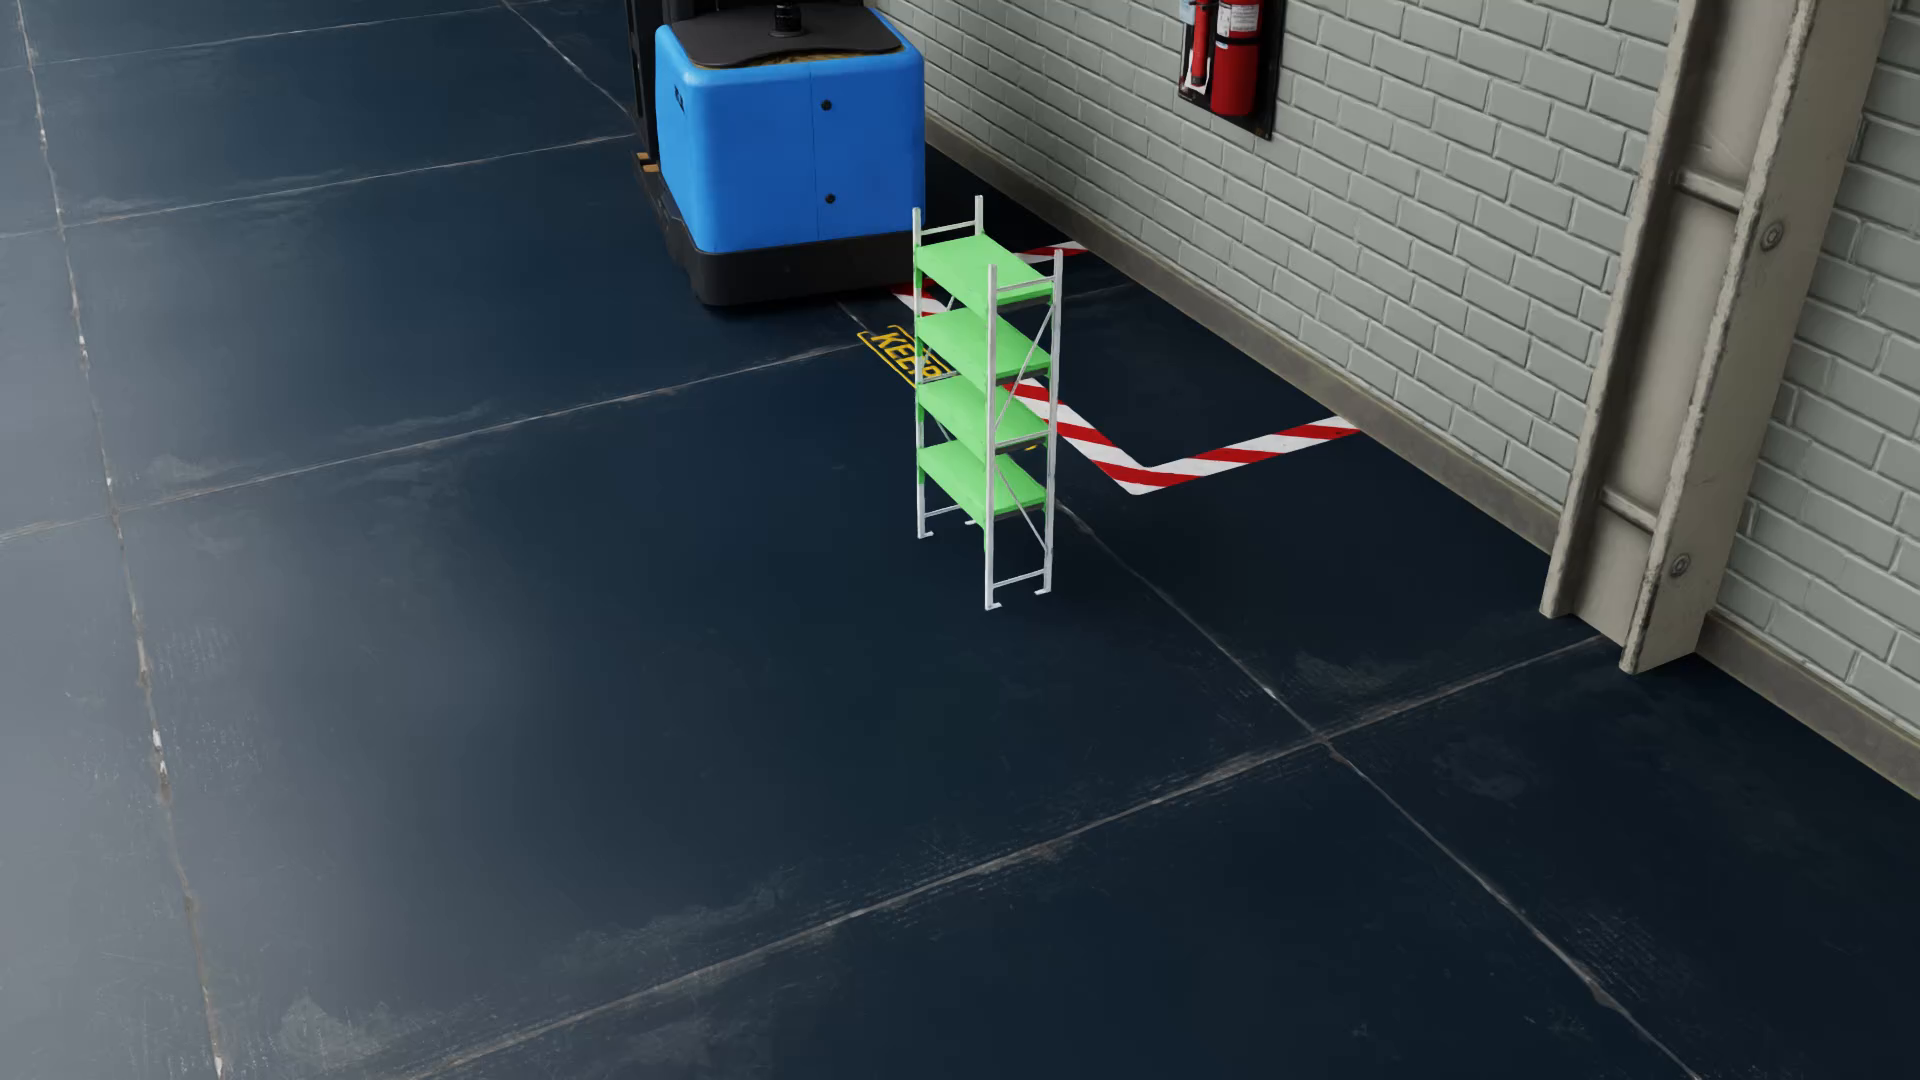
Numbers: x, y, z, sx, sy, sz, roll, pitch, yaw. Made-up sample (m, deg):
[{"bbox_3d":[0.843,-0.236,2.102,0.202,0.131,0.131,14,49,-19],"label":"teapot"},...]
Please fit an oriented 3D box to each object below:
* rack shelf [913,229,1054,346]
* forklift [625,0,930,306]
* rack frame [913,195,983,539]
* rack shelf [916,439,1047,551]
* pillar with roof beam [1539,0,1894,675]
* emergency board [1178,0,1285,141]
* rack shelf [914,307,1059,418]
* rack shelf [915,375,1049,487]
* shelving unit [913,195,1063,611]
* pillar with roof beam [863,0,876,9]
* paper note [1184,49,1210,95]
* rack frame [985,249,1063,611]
[{"bbox_3d":[0.077,-0.777,5.079,0.258,0.148,0.480,-16,36,-23],"label":"rack shelf"},{"bbox_3d":[-1.068,-3.035,7.770,1.130,2.935,3.031,-10,34,-15],"label":"forklift"},{"bbox_3d":[-0.037,-0.543,5.485,0.240,1.200,0.015,-16,36,-23],"label":"rack frame"},{"bbox_3d":[0.077,-0.170,5.467,0.258,0.148,0.480,-16,36,-23],"label":"rack shelf"},{"bbox_3d":[-1.706,-2.423,1.190,9.100,9.000,0.400,-16,36,-23],"label":"pillar with roof beam"},{"bbox_3d":[0.984,-2.169,6.354,0.194,1.169,0.643,-16,36,-23],"label":"emergency board"},{"bbox_3d":[0.077,-0.574,5.208,0.258,0.148,0.480,-16,36,-23],"label":"rack shelf"},{"bbox_3d":[0.077,-0.372,5.337,0.258,0.148,0.480,-16,36,-23],"label":"rack shelf"},{"bbox_3d":[0.077,-0.426,5.303,0.258,1.200,0.503,-16,36,-23],"label":"shelving unit"},{"bbox_3d":[-4.503,-5.286,5.659,9.100,9.000,0.400,-16,36,-23],"label":"pillar with roof beam"},{"bbox_3d":[0.963,-1.899,6.751,0.016,0.148,0.142,-16,36,-23],"label":"paper note"},{"bbox_3d":[0.191,-0.310,5.121,0.240,1.200,0.015,-16,36,-23],"label":"rack frame"}]
